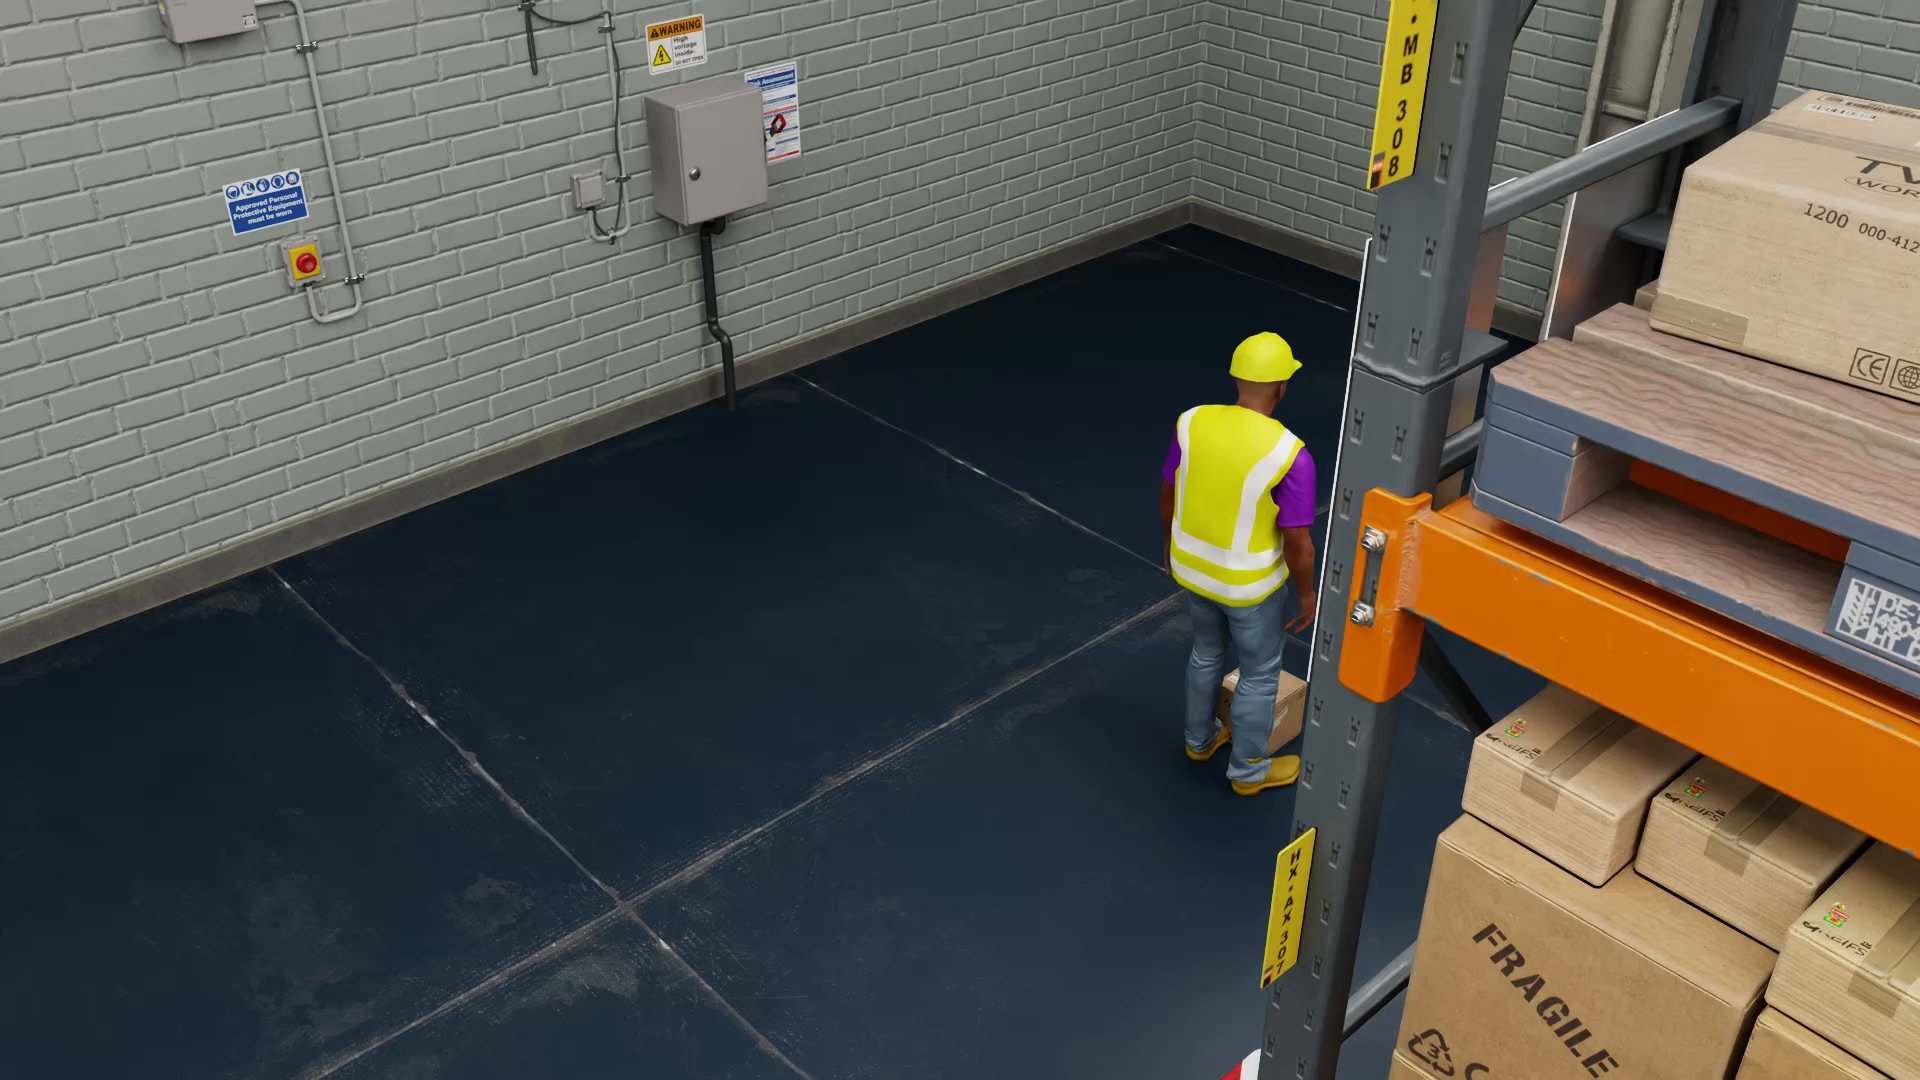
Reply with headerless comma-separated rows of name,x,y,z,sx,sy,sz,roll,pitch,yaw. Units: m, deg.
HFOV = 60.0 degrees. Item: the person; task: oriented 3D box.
person,0.996,0.097,5.965,0.634,1.755,0.461,27,40,36
